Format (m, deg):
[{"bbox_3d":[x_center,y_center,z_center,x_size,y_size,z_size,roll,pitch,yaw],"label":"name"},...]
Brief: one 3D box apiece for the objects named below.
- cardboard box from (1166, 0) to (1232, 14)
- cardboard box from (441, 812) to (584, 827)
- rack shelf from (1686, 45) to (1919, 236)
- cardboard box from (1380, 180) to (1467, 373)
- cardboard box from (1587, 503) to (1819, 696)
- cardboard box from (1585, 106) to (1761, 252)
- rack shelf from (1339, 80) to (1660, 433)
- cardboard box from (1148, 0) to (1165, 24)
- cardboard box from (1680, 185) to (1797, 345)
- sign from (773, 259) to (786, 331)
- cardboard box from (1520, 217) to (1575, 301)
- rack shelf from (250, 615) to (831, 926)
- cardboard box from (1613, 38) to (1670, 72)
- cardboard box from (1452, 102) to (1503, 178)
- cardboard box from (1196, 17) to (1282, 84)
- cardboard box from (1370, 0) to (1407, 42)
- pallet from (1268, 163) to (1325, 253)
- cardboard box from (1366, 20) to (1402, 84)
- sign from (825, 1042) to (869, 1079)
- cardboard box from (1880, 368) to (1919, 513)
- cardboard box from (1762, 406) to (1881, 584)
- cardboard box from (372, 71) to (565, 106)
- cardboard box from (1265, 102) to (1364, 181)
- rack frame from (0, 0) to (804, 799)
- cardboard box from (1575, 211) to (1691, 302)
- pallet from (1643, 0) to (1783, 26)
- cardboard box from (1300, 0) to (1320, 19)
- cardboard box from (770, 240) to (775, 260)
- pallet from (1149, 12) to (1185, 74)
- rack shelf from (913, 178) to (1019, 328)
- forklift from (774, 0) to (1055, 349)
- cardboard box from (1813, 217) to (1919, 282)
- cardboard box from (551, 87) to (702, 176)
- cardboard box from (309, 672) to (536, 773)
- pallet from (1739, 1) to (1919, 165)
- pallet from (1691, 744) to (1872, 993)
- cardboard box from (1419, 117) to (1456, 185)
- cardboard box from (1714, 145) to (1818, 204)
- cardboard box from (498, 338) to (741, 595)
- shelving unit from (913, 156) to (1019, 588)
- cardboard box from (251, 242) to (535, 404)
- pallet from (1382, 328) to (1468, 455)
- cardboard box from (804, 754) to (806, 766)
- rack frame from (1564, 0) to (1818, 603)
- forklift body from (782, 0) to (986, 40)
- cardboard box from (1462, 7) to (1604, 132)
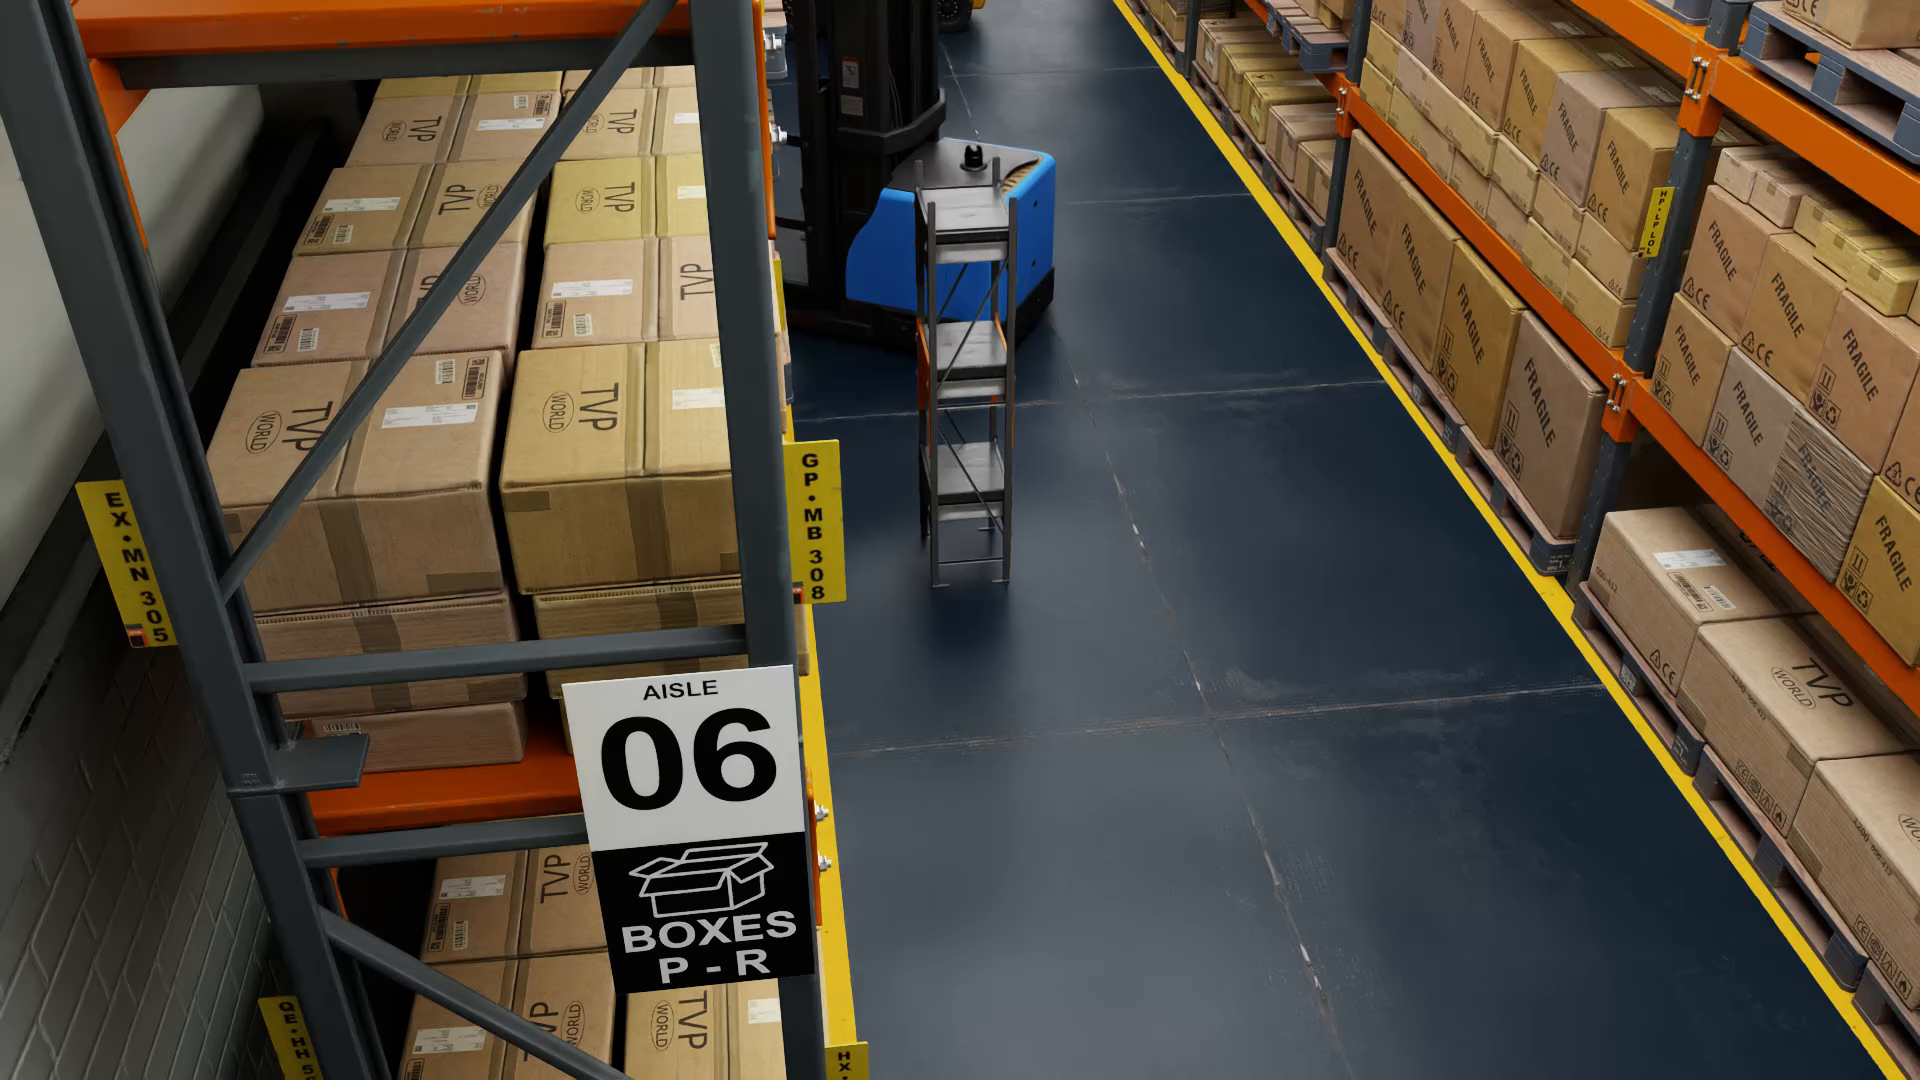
[{"bbox_3d":[2.173,-5.115,15.123,0.500,0.500,0.500,-5,35,-7],"label":"cardboard box"},{"bbox_3d":[-1.241,0.754,4.977,0.500,0.250,0.500,-3,34,-5],"label":"cardboard box"},{"bbox_3d":[3.863,-0.820,5.393,1.077,0.370,4.000,-4,35,-6],"label":"rack shelf"},{"bbox_3d":[3.183,-1.632,10.123,0.875,0.875,0.875,-4,34,-6],"label":"cardboard box"},{"bbox_3d":[3.572,0.250,7.750,0.875,0.438,0.875,-5,35,-7],"label":"cardboard box"},{"bbox_3d":[3.285,-1.678,7.701,0.500,0.500,0.500,-3,34,-5],"label":"cardboard box"},{"bbox_3d":[3.325,-1.812,9.513,1.077,0.370,4.000,-4,35,-6],"label":"rack shelf"},{"bbox_3d":[2.091,-5.101,15.769,0.500,0.250,0.500,-5,35,-8],"label":"cardboard box"},{"bbox_3d":[3.418,-1.164,6.947,0.500,0.500,0.500,-4,34,-6],"label":"cardboard box"},{"bbox_3d":[-0.787,-1.019,6.941,0.100,0.325,0.005,-4,35,-6],"label":"sign"},{"bbox_3d":[3.217,-1.447,8.472,0.500,0.250,0.500,-5,35,-7],"label":"cardboard box"},{"bbox_3d":[-1.055,-0.442,4.839,1.077,0.370,4.000,-4,35,-6],"label":"rack shelf"},{"bbox_3d":[3.659,-2.277,8.580,0.500,0.500,0.500,-5,35,-8],"label":"cardboard box"},{"bbox_3d":[3.058,-2.217,9.158,0.500,0.250,0.500,-4,34,-6],"label":"cardboard box"},{"bbox_3d":[2.591,-4.253,14.417,0.950,0.372,0.625,-4,34,-6],"label":"cardboard box"},{"bbox_3d":[2.880,-3.387,10.208,0.500,0.500,0.500,-5,35,-8],"label":"cardboard box"},{"bbox_3d":[2.953,-2.510,12.374,1.003,0.211,1.213,-4,35,-6],"label":"pallet"},{"bbox_3d":[2.880,-3.069,10.408,0.500,0.250,0.500,-5,35,-7],"label":"cardboard box"},{"bbox_3d":[-0.248,1.218,3.660,0.100,0.325,0.005,-4,35,-6],"label":"sign"},{"bbox_3d":[3.603,-0.313,5.698,0.500,0.500,0.500,-5,35,-7],"label":"cardboard box"},{"bbox_3d":[3.522,-0.194,6.411,0.500,0.500,0.500,-4,34,-6],"label":"cardboard box"},{"bbox_3d":[-1.386,-1.254,4.816,0.500,0.250,0.500,-5,35,-7],"label":"cardboard box"},{"bbox_3d":[2.883,-3.041,12.637,0.950,0.372,0.625,-5,35,-7],"label":"cardboard box"},{"bbox_3d":[-0.786,-0.863,2.154,1.000,3.000,0.127,-4,35,-6],"label":"rack frame"},{"bbox_3d":[3.294,-1.366,7.909,0.500,0.250,0.500,-4,35,-6],"label":"cardboard box"},{"bbox_3d":[3.422,-2.662,7.628,0.805,0.209,1.217,-6,35,-8],"label":"pallet"},{"bbox_3d":[2.593,-3.742,11.556,0.380,0.149,0.250,-5,35,-7],"label":"cardboard box"},{"bbox_3d":[-1.167,-1.117,7.393,0.700,0.500,0.500,-4,34,-5],"label":"cardboard box"},{"bbox_3d":[2.393,-4.678,15.555,1.003,0.211,1.213,-4,35,-6],"label":"pallet"},{"bbox_3d":[0.022,-1.342,7.765,0.431,0.518,0.480,-4,35,-6],"label":"rack shelf"},{"bbox_3d":[-0.945,-2.859,10.471,3.031,2.935,1.130,13,36,19],"label":"forklift"},{"bbox_3d":[3.479,-1.096,6.270,0.380,0.149,0.250,-5,35,-7],"label":"cardboard box"},{"bbox_3d":[-0.806,-1.005,4.452,0.500,0.250,0.500,-3,34,-5],"label":"cardboard box"},{"bbox_3d":[-1.058,0.320,3.305,0.380,0.149,0.250,-3,34,-5],"label":"cardboard box"},{"bbox_3d":[3.694,-1.739,6.182,1.003,0.211,1.213,-4,35,-6],"label":"pallet"},{"bbox_3d":[3.786,1.271,6.826,1.003,0.211,1.213,-4,35,-6],"label":"pallet"},{"bbox_3d":[3.024,-2.293,9.713,0.500,0.250,0.500,-3,34,-5],"label":"cardboard box"},{"bbox_3d":[3.380,-1.520,6.893,0.380,0.149,0.250,-5,35,-7],"label":"cardboard box"},{"bbox_3d":[-0.597,-0.157,3.207,0.500,0.250,0.500,-5,35,-7],"label":"cardboard box"},{"bbox_3d":[0.022,-0.775,8.152,0.431,2.100,0.503,-4,35,-6],"label":"shelving unit"},{"bbox_3d":[-1.191,-0.408,3.575,0.500,0.250,0.500,-5,35,-8],"label":"cardboard box"},{"bbox_3d":[3.249,-0.949,10.083,1.003,0.211,1.213,-4,35,-6],"label":"pallet"},{"bbox_3d":[-0.719,0.718,5.031,0.500,0.250,0.500,-5,35,-7],"label":"cardboard box"},{"bbox_3d":[3.594,-0.994,7.673,1.000,3.000,0.127,-4,35,-6],"label":"rack frame"},{"bbox_3d":[-0.875,-6.041,15.834,2.313,2.155,1.214,-4,35,-6],"label":"forklift body"},{"bbox_3d":[3.075,-2.539,8.964,0.500,0.500,0.500,-4,34,-6],"label":"cardboard box"}]
